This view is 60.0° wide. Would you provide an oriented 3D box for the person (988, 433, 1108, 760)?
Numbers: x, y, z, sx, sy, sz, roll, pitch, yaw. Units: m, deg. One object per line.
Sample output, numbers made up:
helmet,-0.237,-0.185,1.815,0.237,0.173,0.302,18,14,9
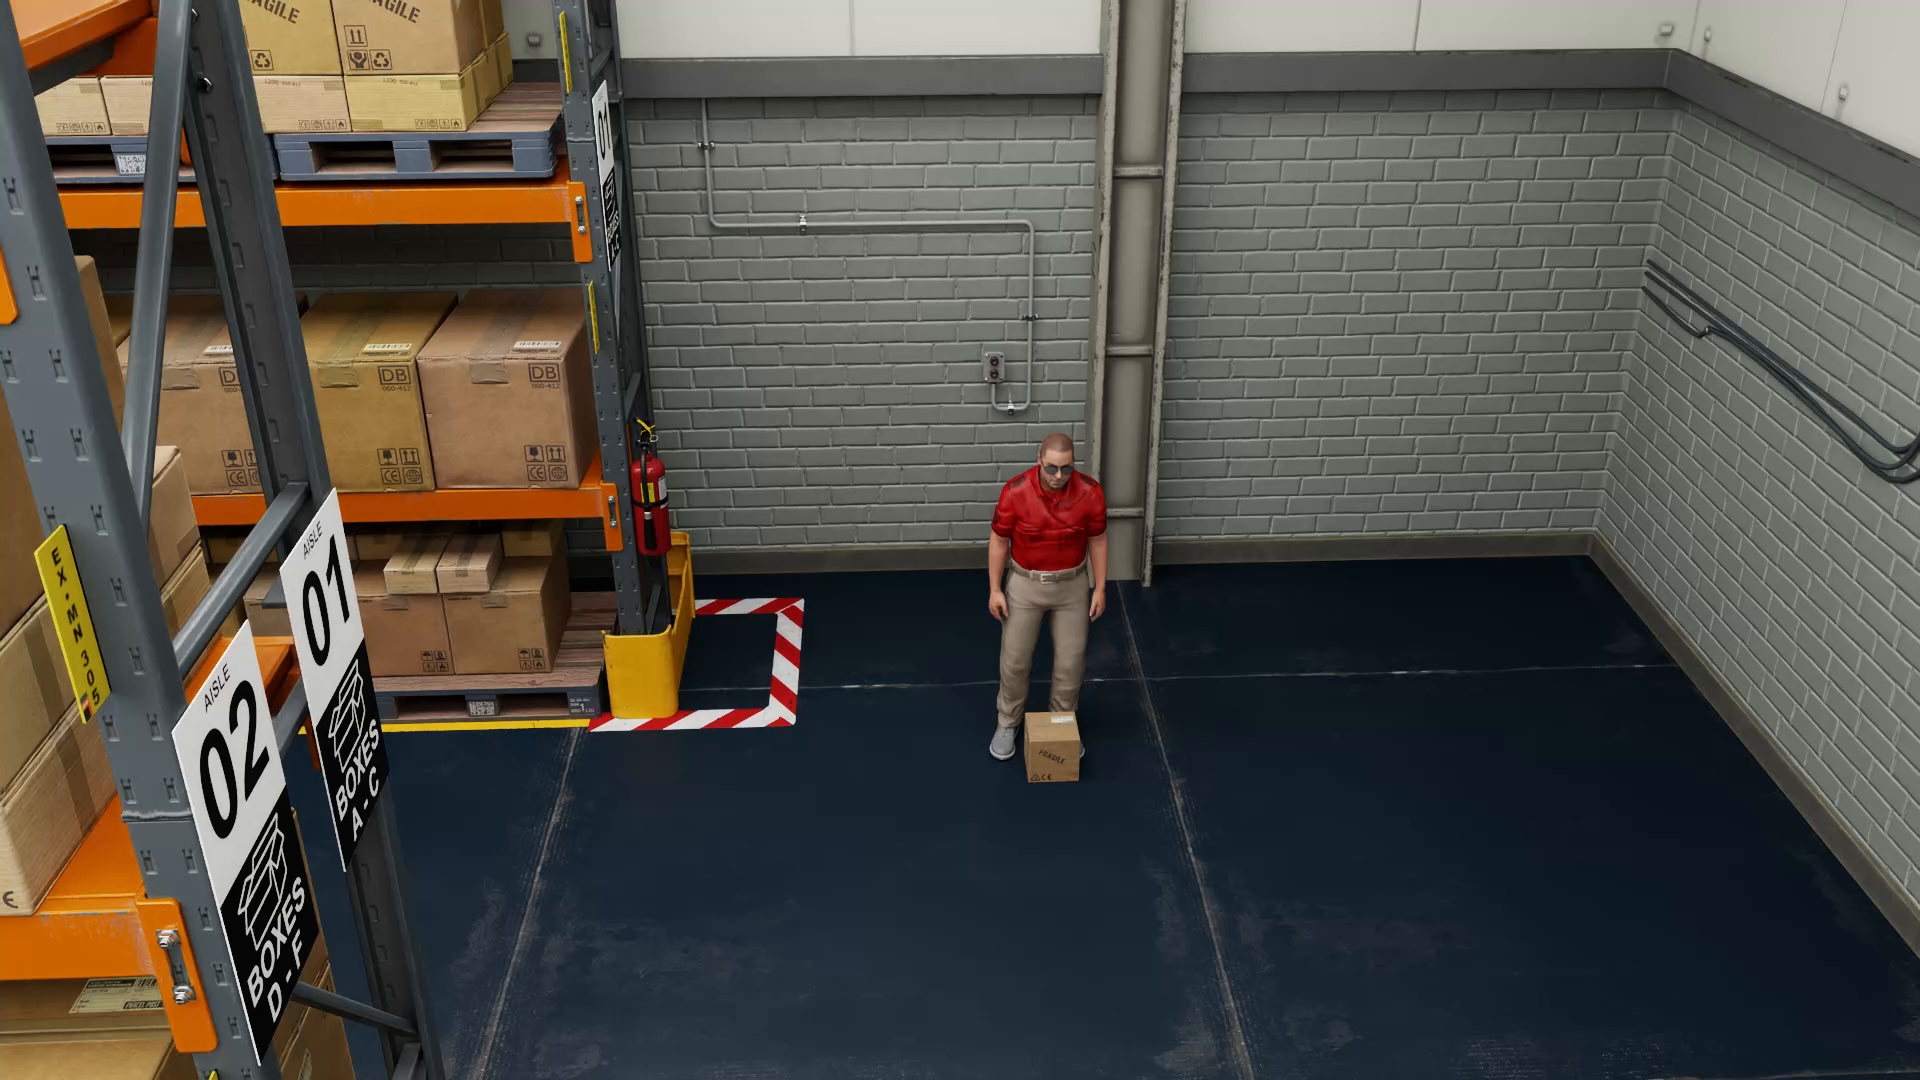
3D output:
person,0.431,0.262,8.128,0.586,1.727,0.425,-1,27,-2
